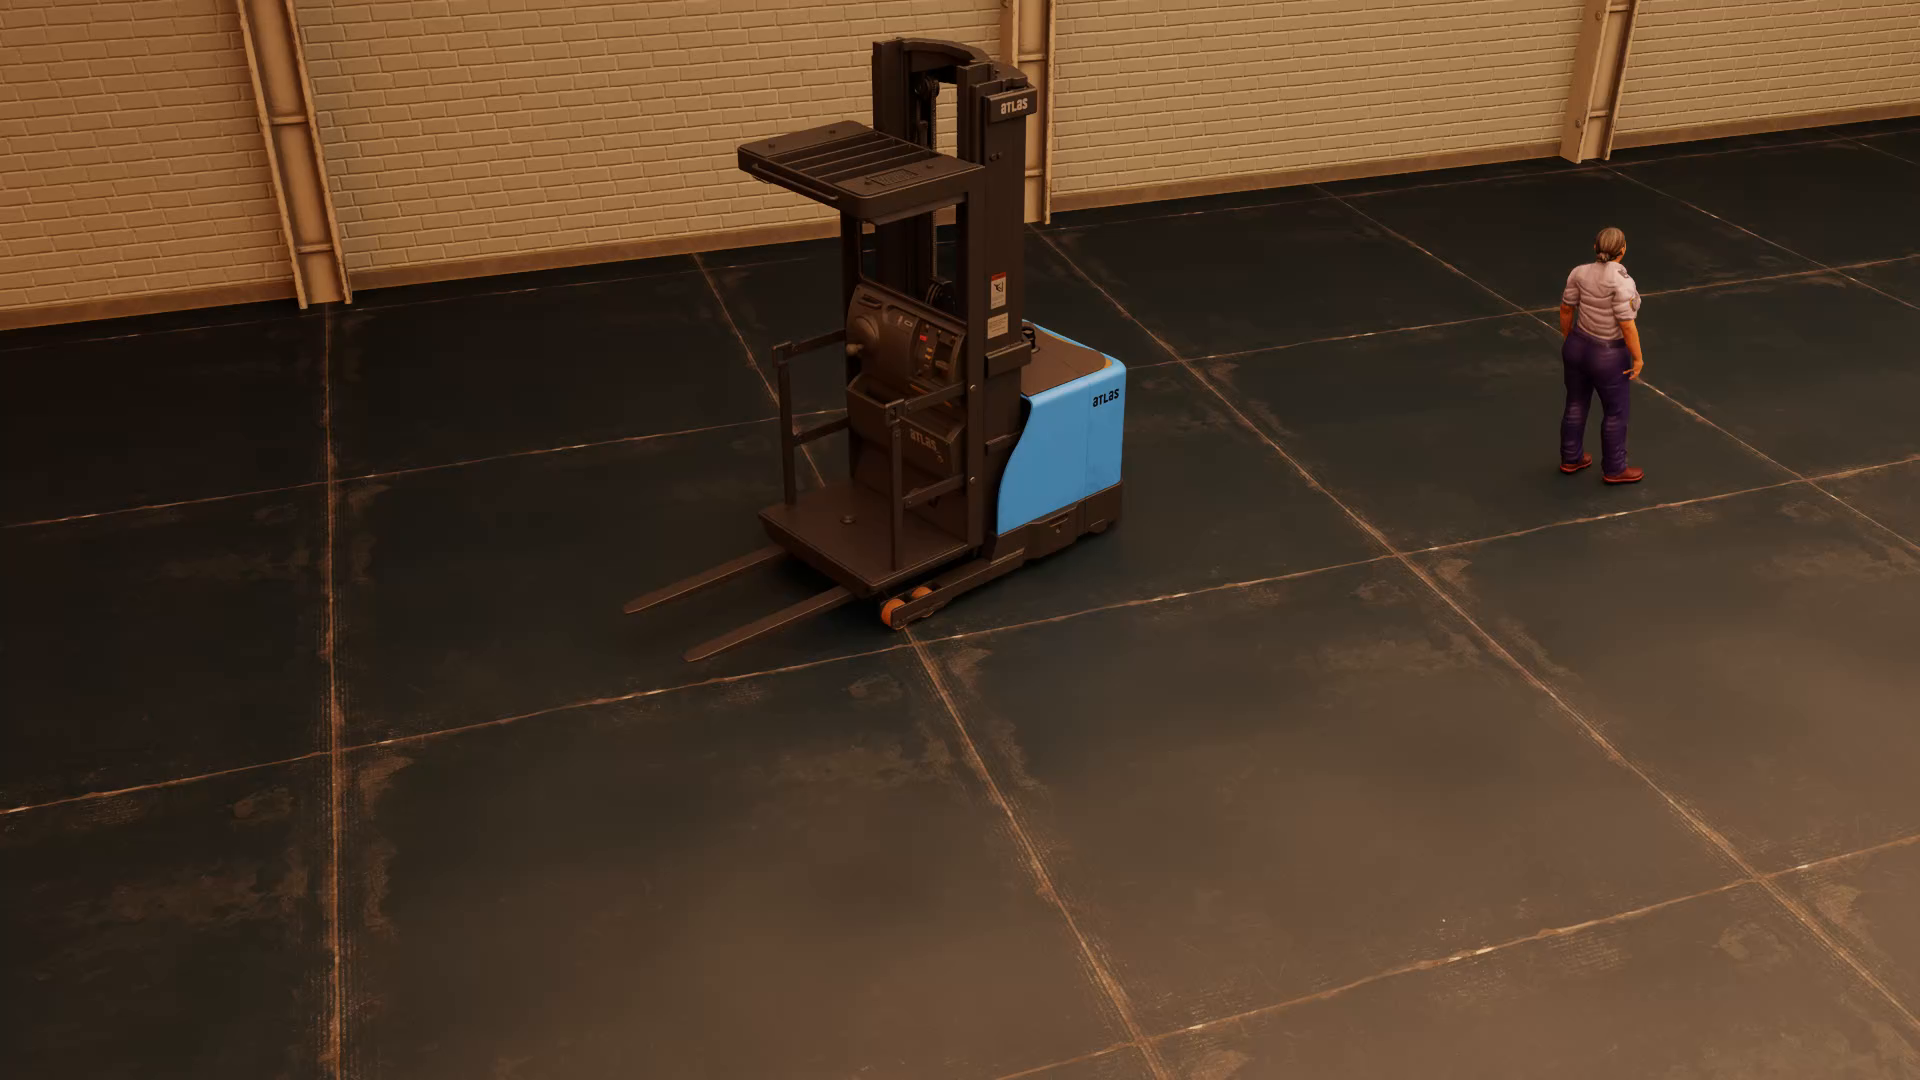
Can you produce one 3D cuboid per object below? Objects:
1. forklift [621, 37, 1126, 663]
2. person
[{"bbox_3d":[-0.461,-1.072,8.951,3.031,2.935,1.130,-23,37,-34],"label":"forklift"},{"bbox_3d":[4.054,-1.171,10.394,0.502,1.650,0.599,-18,35,-29],"label":"person"}]
